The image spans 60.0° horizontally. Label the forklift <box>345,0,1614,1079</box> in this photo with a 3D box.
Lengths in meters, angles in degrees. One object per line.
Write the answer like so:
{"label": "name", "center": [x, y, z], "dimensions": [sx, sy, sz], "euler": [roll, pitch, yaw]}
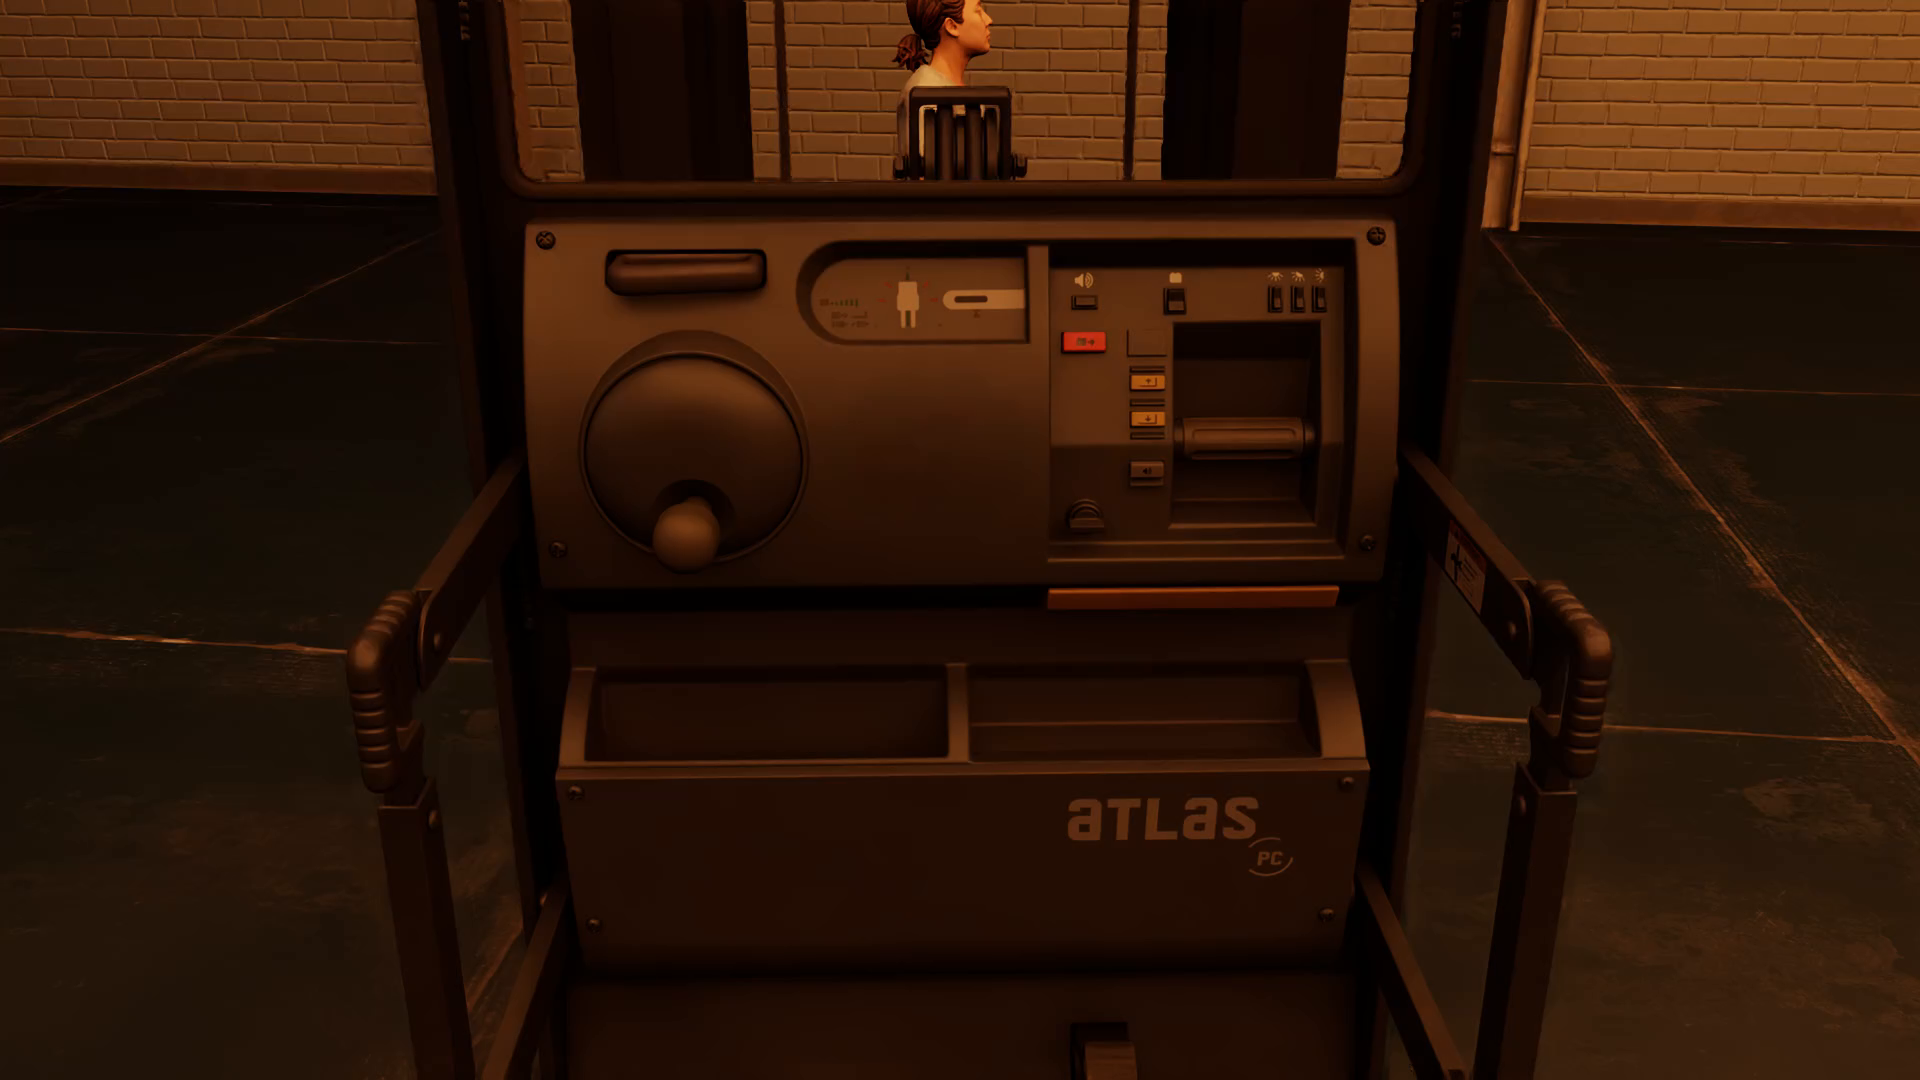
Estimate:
{"label": "forklift", "center": [0.011, -0.134, 1.586], "dimensions": [1.130, 2.935, 3.031], "euler": [-1, 22, -1]}

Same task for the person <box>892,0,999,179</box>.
{"label": "person", "center": [0.080, -0.775, 4.839], "dimensions": [0.532, 1.673, 0.549], "euler": [3, 22, 7]}
